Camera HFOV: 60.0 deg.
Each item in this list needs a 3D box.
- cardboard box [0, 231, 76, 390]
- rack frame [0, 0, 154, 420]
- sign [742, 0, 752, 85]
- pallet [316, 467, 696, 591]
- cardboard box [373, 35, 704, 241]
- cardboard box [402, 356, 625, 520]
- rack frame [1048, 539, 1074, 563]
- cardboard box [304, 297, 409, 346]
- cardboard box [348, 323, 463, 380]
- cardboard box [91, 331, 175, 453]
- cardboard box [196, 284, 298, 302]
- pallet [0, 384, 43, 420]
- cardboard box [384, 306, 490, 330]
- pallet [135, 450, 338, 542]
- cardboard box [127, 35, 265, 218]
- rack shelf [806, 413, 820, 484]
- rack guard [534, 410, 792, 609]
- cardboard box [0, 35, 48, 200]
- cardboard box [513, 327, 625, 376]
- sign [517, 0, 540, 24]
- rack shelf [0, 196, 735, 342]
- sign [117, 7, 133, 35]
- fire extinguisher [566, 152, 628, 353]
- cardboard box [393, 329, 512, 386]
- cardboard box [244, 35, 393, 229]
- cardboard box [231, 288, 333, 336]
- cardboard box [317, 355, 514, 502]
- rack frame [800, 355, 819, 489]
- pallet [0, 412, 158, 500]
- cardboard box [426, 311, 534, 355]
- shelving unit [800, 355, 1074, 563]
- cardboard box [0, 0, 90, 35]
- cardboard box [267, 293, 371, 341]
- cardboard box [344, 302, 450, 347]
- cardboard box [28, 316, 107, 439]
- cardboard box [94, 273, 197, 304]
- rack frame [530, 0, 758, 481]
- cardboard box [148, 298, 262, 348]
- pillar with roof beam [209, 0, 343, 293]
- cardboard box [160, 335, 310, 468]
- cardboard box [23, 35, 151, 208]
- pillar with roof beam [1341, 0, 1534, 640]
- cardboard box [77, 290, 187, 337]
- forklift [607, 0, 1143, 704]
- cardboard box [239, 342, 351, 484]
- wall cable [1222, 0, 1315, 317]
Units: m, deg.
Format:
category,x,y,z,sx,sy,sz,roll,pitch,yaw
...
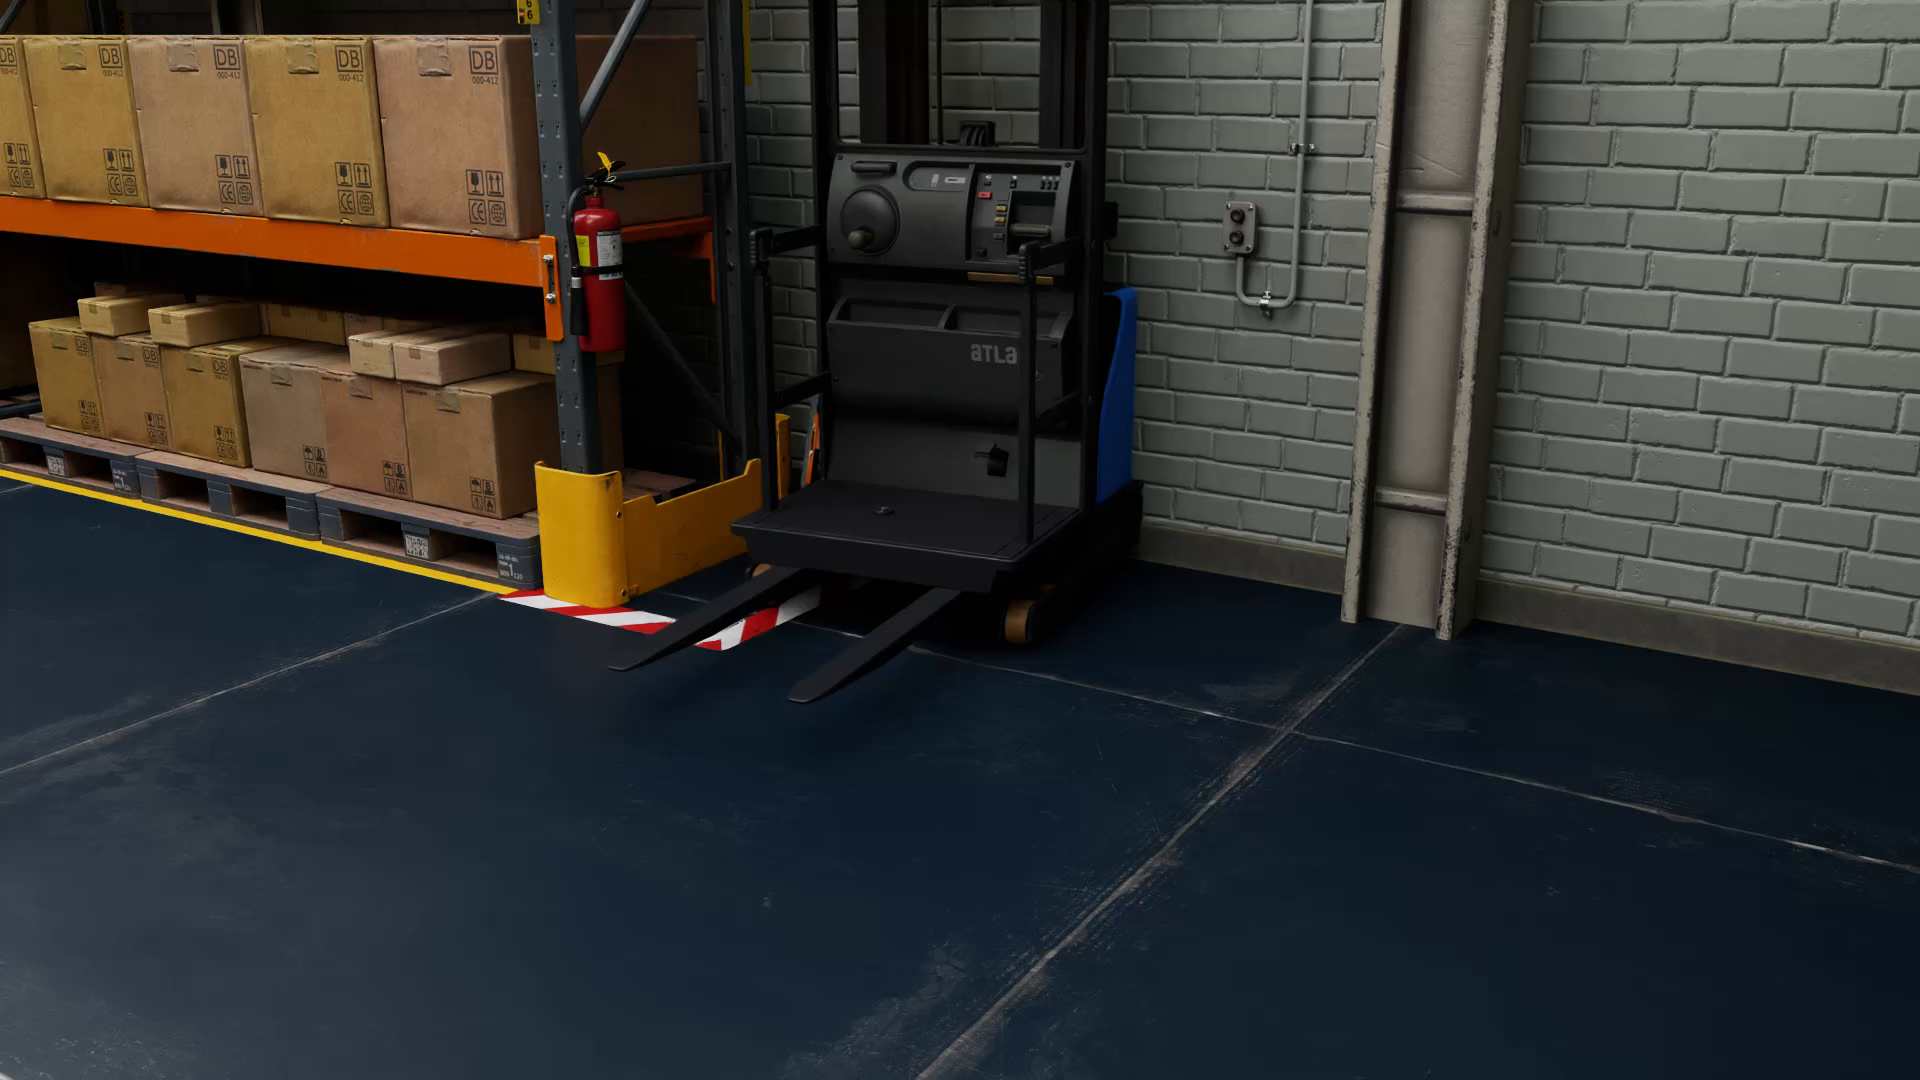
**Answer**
category,x,y,z,sx,sy,sz,roll,pitch,yaw
cardboard box,-5.177,-1.200,8.645,0.750,0.750,0.750,10,20,31
rack frame,-4.555,-1.960,8.174,0.127,3.000,1.000,10,20,30
sign,-0.851,-1.941,6.484,0.005,0.325,0.100,10,20,30
pallet,-1.869,-0.120,6.913,1.213,0.211,1.003,10,20,30
cardboard box,-1.586,-1.571,6.375,0.700,0.700,0.980,11,20,33
cardboard box,-1.795,-0.439,6.743,0.500,0.500,0.700,10,20,30
rack frame,0.480,-0.465,6.450,0.032,1.125,0.500,7,0,15
cardboard box,-2.666,-0.972,7.382,0.250,0.149,0.380,10,20,31
cardboard box,-2.218,-0.762,6.691,0.250,0.149,0.380,11,20,32
cardboard box,-3.545,-0.749,7.764,0.500,0.500,0.700,10,20,30
cardboard box,-3.316,-1.088,7.765,0.250,0.149,0.380,9,19,28
pallet,-5.252,-0.725,8.905,1.213,0.211,1.003,10,20,30
cardboard box,-2.229,-0.895,7.128,0.250,0.149,0.380,10,20,31
pallet,-2.904,-0.306,7.525,1.213,0.211,1.003,10,20,30
cardboard box,-2.857,-1.797,7.120,0.700,0.700,0.980,9,19,27
rack shelf,-0.039,-0.286,6.580,1.000,0.278,0.538,7,0,15
rack guard,-1.126,-0.152,6.523,0.348,0.500,1.175,10,20,30
cardboard box,-4.101,-2.017,7.846,0.700,0.700,0.980,10,20,31
cardboard box,-1.584,-0.780,6.749,0.250,0.149,0.380,10,20,30
sign,-1.442,-1.887,5.533,0.005,0.325,0.100,10,20,30
rack shelf,-2.851,-1.312,7.277,4.000,0.370,1.077,10,20,30
sign,-4.266,-2.550,8.490,0.005,0.325,0.100,10,20,30
fire extinguisher,-1.260,-0.999,5.785,0.183,0.674,0.296,10,20,30
cardboard box,-2.000,-0.723,6.564,0.250,0.149,0.380,10,19,29
cardboard box,-2.212,-1.679,6.730,0.700,0.700,0.980,10,20,30
cardboard box,-3.101,-1.050,7.638,0.250,0.149,0.380,10,20,31
cardboard box,-2.222,-0.515,6.993,0.500,0.500,0.700,10,20,30
rack frame,-0.495,-0.593,6.709,0.032,1.125,0.500,7,0,15
pallet,-3.948,-0.491,8.135,1.213,0.211,1.003,10,20,30
cardboard box,-2.016,-0.856,7.002,0.250,0.149,0.380,10,20,30
shelving unit,-0.007,-0.529,6.579,1.048,1.125,0.538,7,0,15
cardboard box,-4.811,-2.654,8.447,0.500,0.250,0.500,11,20,32
cardboard box,-2.881,-1.011,7.509,0.250,0.149,0.380,10,19,29
cardboard box,-2.447,-0.933,7.254,0.250,0.149,0.380,10,20,31
cardboard box,-3.972,-0.826,8.019,0.500,0.500,0.700,10,20,31
cardboard box,-3.991,-1.208,8.159,0.250,0.149,0.380,10,20,30
rack frame,-1.147,-1.352,6.171,0.127,3.000,1.000,10,20,30
cardboard box,-3.330,-0.960,7.343,0.250,0.149,0.380,9,19,28
pillar with roof beam,-5.759,-3.873,4.147,0.400,9.000,9.100,10,20,30
cardboard box,-3.109,-0.670,7.505,0.500,0.500,0.700,11,20,31
cardboard box,-3.482,-1.905,7.476,0.700,0.700,0.980,10,19,29
pillar with roof beam,-0.646,-2.960,1.143,0.400,9.000,9.100,10,20,30
cardboard box,-3.775,-1.039,7.604,0.250,0.149,0.380,11,20,32
forklift,-0.125,-1.179,5.719,1.130,2.935,3.031,7,18,23
cardboard box,-2.651,-0.591,7.244,0.500,0.500,0.700,9,19,28
wall cable,0.439,-1.878,6.154,1.851,1.984,0.084,10,20,30
